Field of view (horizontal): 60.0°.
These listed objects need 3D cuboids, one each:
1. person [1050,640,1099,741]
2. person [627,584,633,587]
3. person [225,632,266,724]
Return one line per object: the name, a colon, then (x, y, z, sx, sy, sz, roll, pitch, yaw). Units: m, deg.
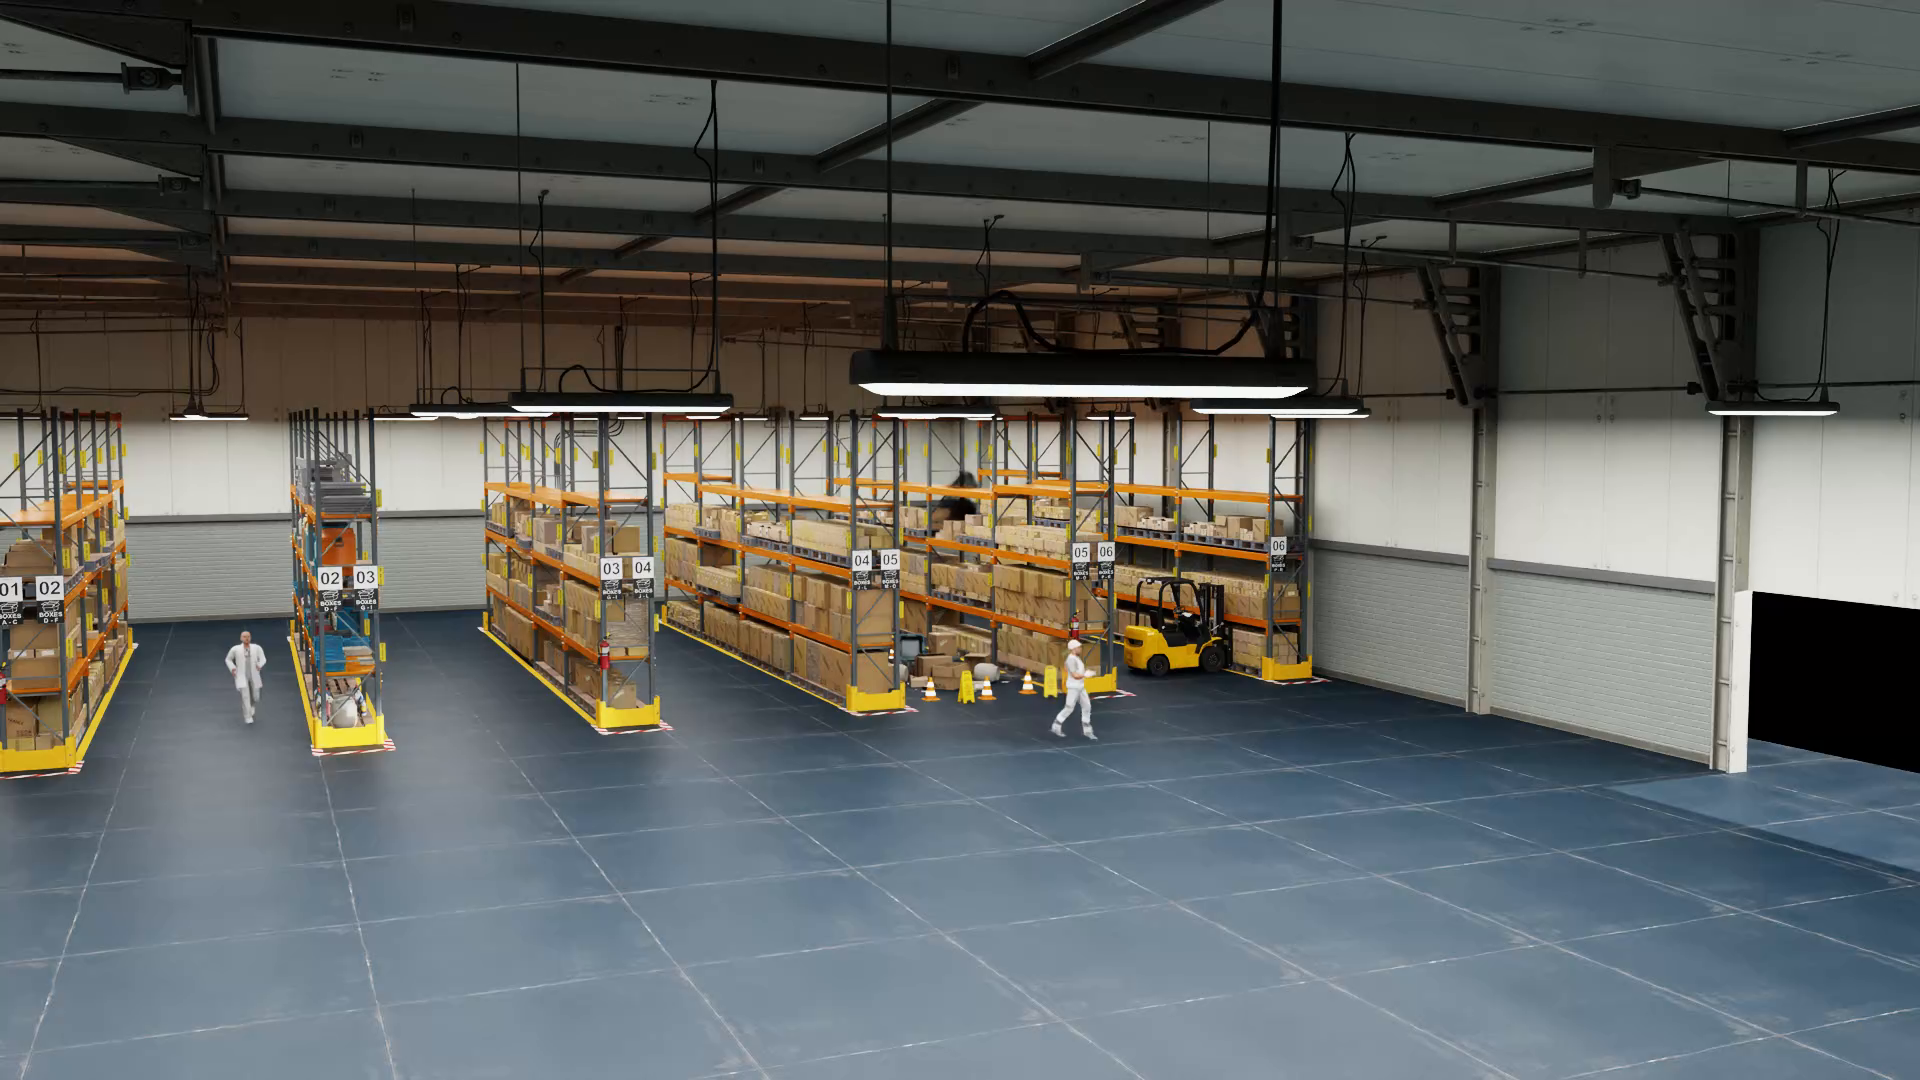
person: (2.067, 2.710, 29.999, 0.862, 1.835, 0.653, 1, 4, 18)
person: (-9.281, 1.700, 46.498, 0.596, 1.548, 0.509, -1, 4, -18)
person: (-13.687, 2.620, 31.895, 0.715, 1.735, 0.826, -3, 5, -32)
